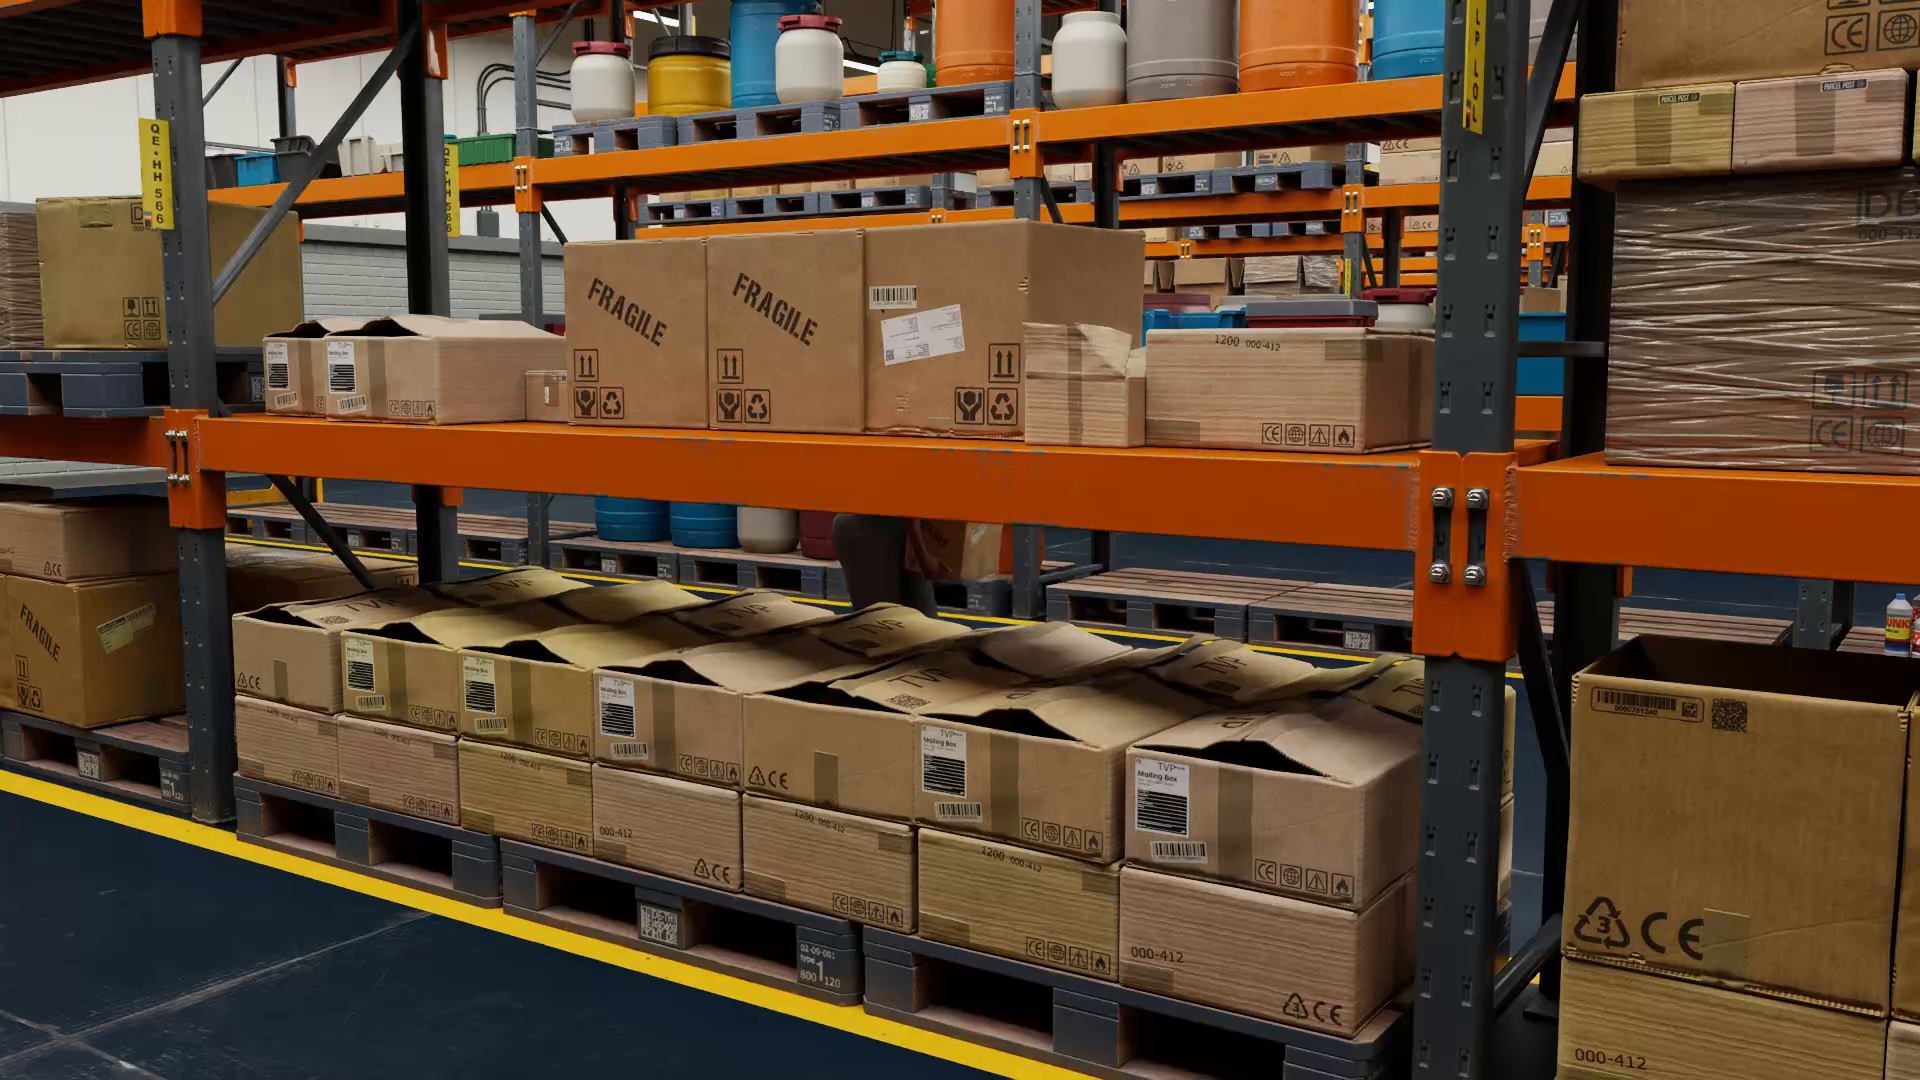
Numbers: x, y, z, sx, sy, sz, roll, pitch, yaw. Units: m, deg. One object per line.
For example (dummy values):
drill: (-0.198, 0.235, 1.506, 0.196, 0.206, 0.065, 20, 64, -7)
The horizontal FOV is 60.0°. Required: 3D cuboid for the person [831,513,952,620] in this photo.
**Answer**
person: (-0.185, 0.021, 6.154, 0.561, 1.599, 0.408, 4, 8, 33)
